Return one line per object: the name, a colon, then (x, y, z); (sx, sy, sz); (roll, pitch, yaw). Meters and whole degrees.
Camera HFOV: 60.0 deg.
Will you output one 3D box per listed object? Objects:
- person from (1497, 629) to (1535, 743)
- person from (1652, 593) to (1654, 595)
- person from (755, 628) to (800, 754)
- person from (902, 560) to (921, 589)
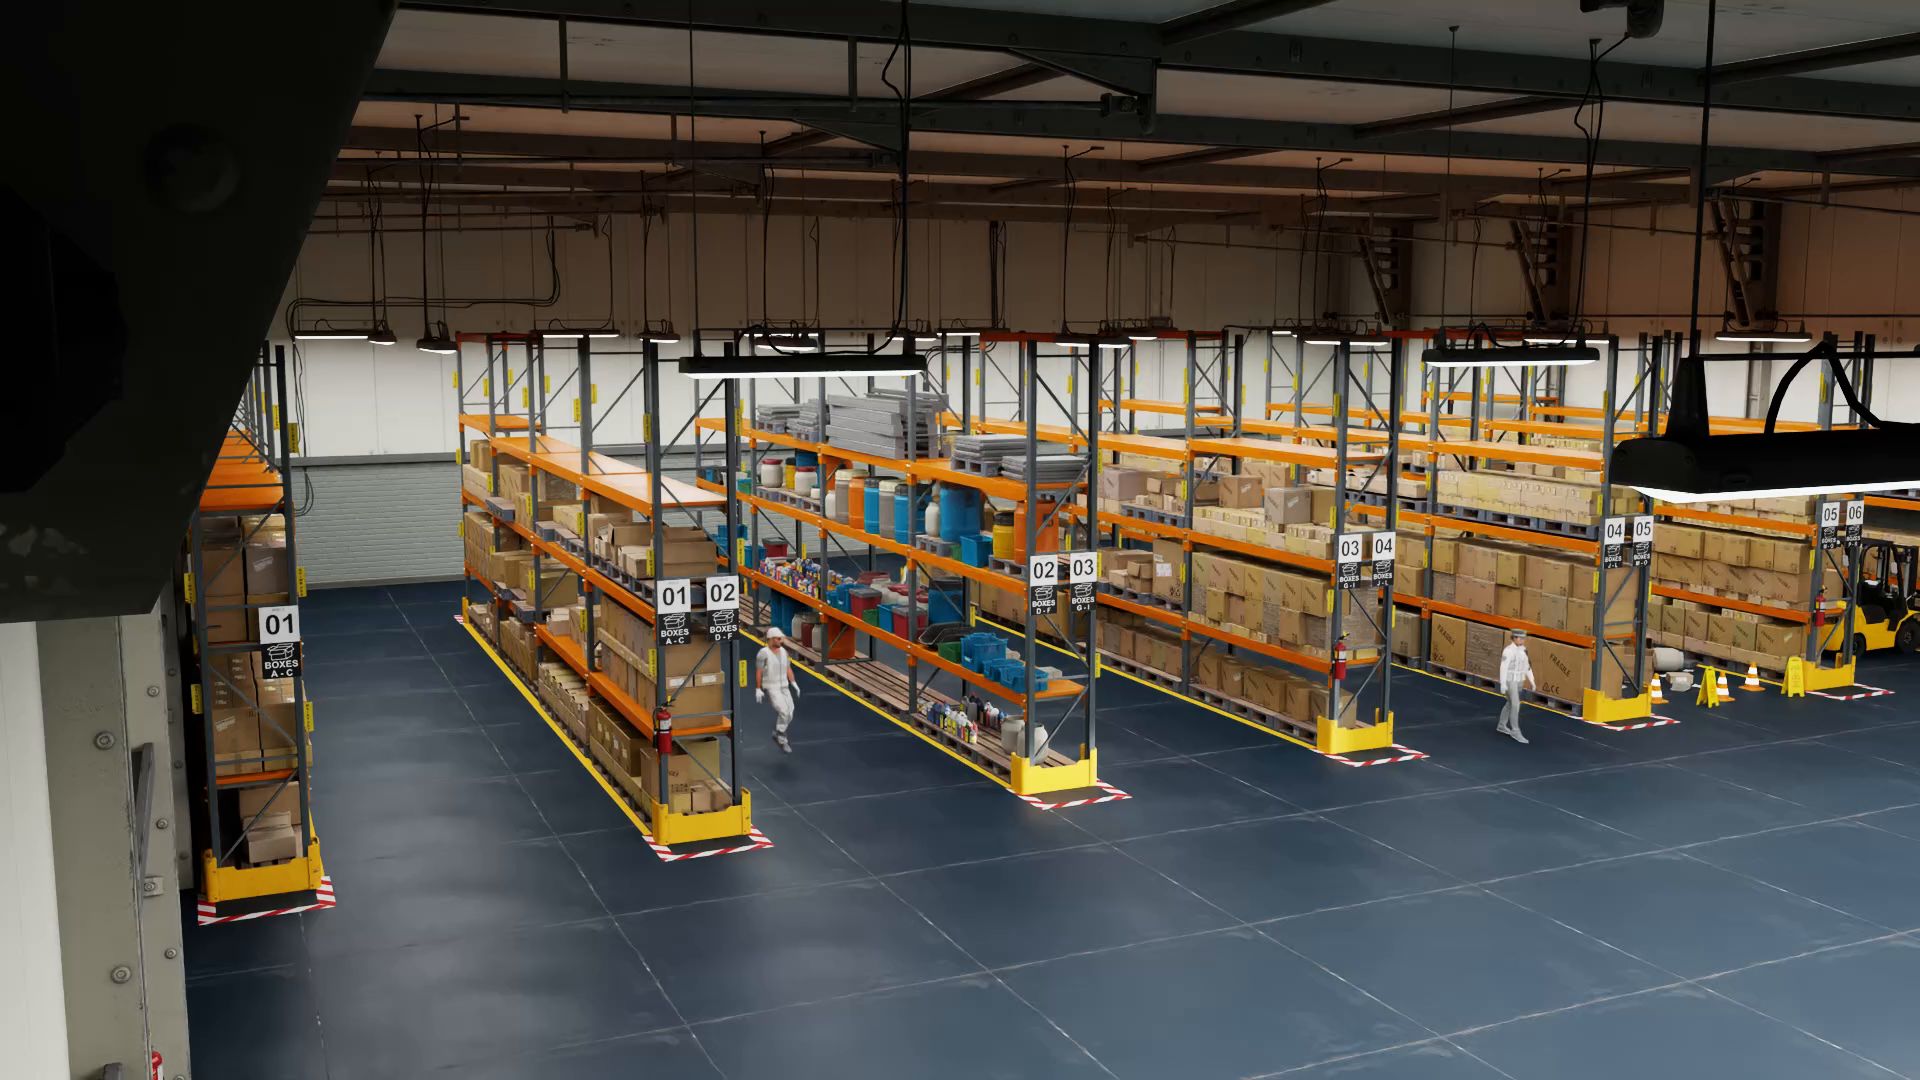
person: (8.354, 2.160, 24.987); (0.532, 1.690, 0.628); (-6, 10, -36)
person: (14.781, 0.757, 35.213); (0.419, 1.685, 0.502); (7, 10, 41)
person: (-2.504, 2.101, 23.434); (0.676, 1.704, 0.561); (7, 11, 44)
person: (-0.961, 1.053, 33.369); (0.454, 1.542, 0.952); (-3, 8, -19)
